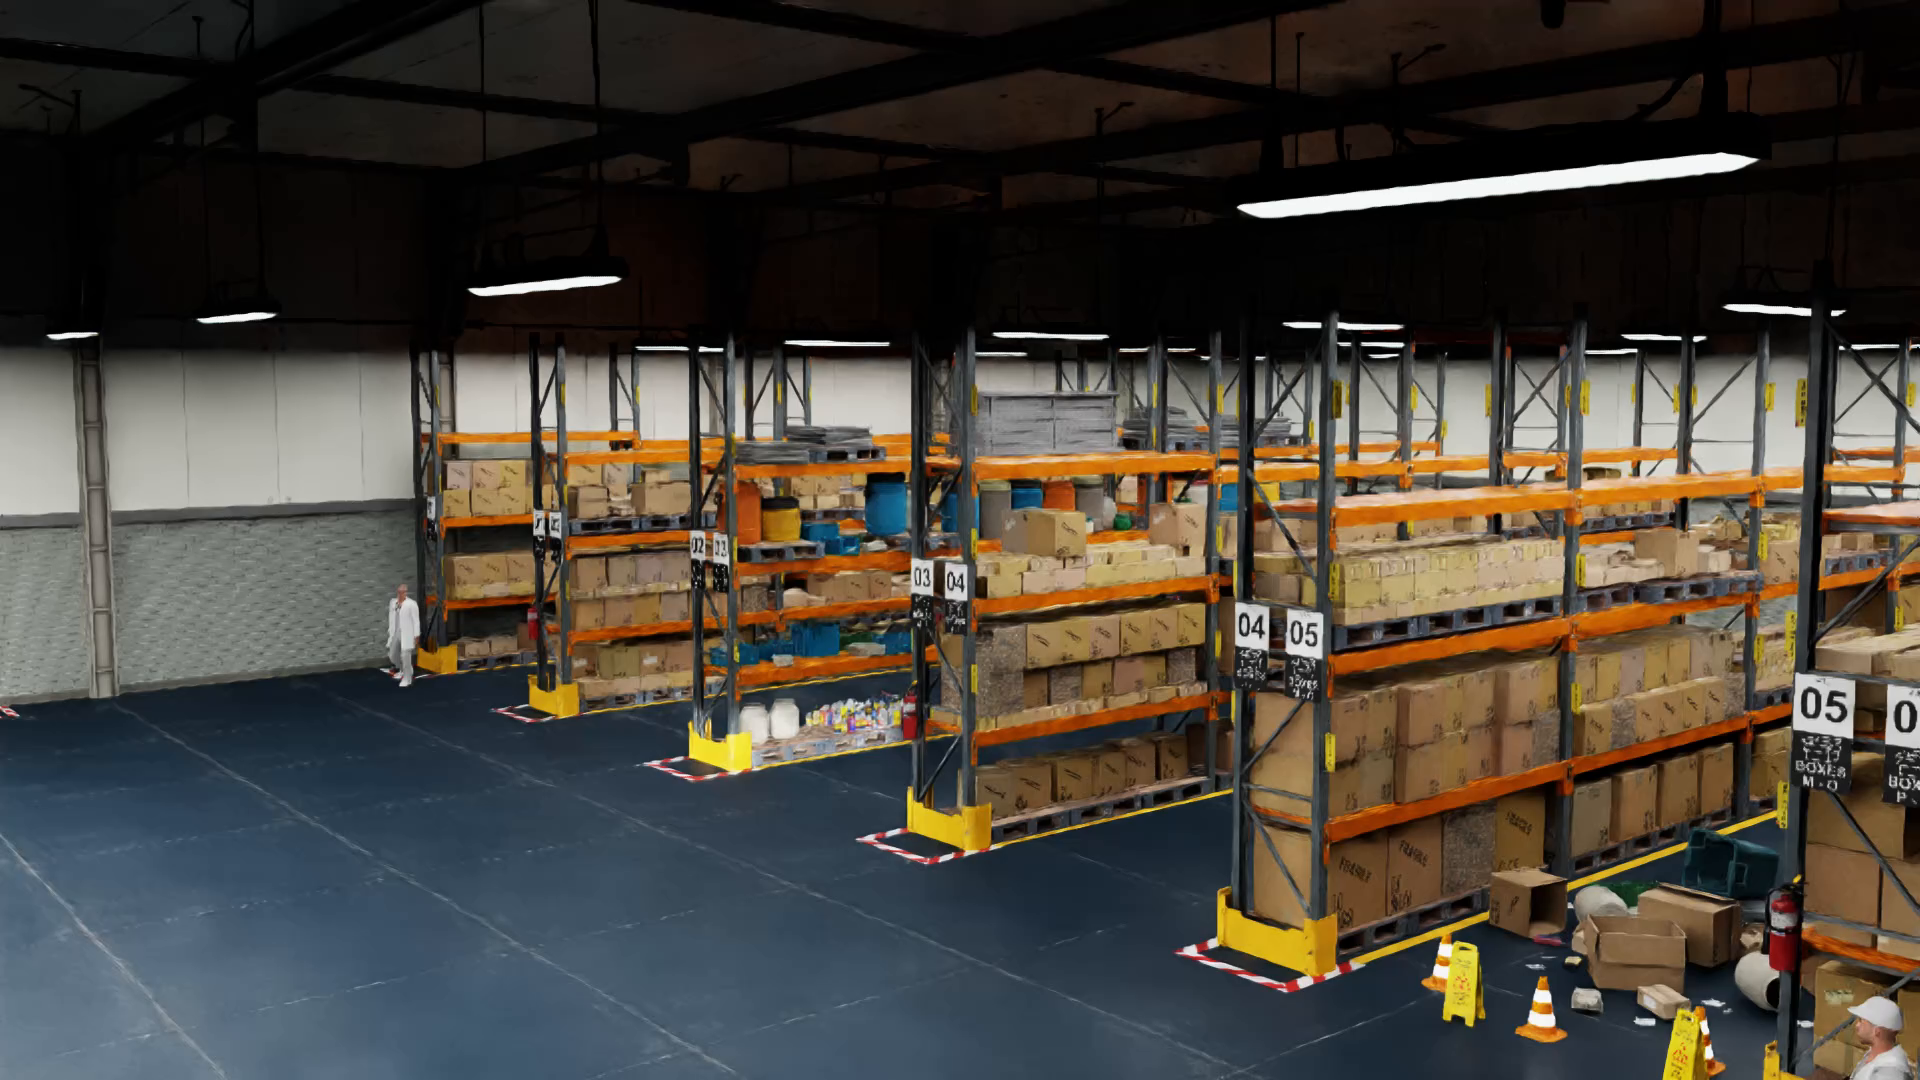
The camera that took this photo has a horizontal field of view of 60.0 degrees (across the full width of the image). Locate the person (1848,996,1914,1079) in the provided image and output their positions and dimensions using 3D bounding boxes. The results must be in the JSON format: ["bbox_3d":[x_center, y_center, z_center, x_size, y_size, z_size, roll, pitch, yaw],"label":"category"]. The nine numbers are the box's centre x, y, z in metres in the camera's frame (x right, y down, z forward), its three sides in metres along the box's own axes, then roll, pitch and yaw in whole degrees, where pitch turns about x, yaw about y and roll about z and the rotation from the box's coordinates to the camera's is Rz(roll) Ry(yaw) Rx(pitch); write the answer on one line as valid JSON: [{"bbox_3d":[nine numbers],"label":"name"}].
[{"bbox_3d":[5.195,3.433,9.254,0.553,1.781,0.646,2,6,21],"label":"person"}]

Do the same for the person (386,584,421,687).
[{"bbox_3d":[-9.582,1.629,28.721,0.623,1.772,0.594,1,5,15],"label":"person"}]
